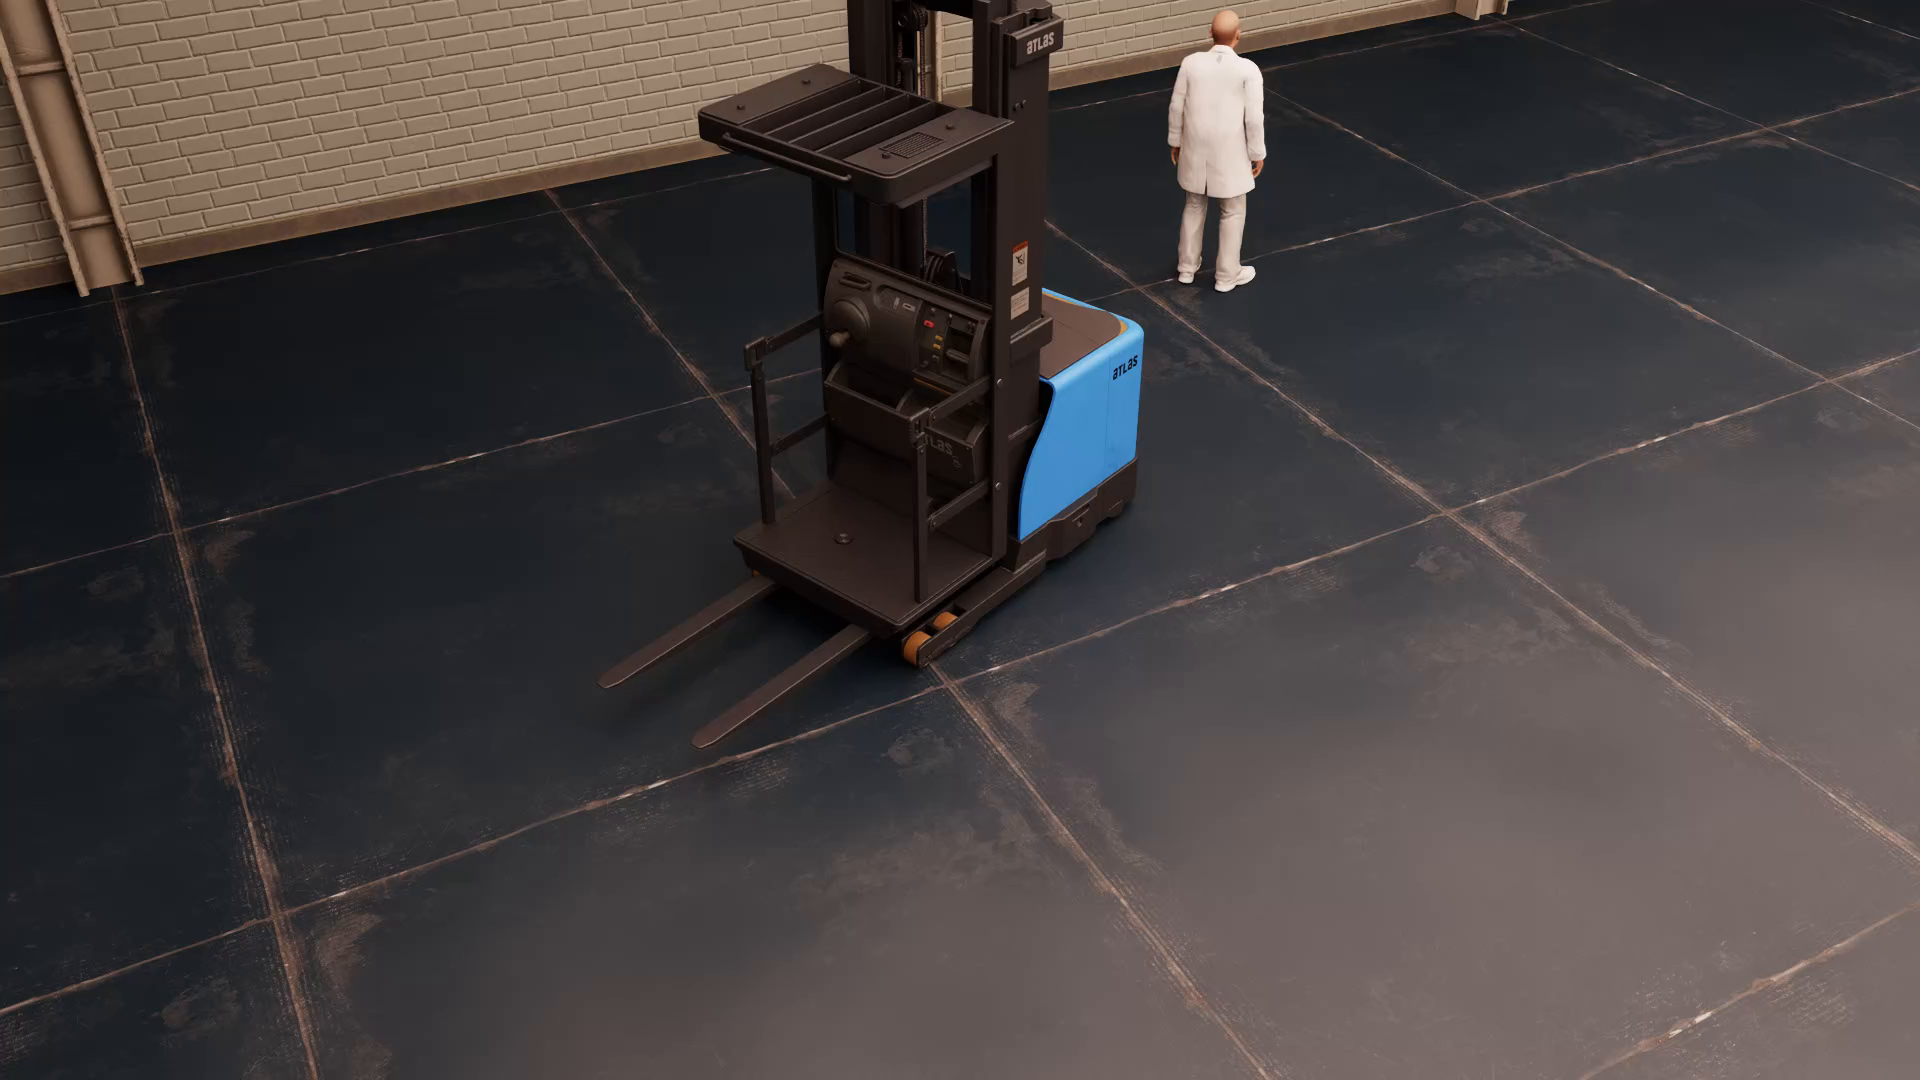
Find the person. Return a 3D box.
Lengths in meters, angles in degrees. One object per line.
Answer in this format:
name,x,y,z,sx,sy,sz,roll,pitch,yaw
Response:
person,1.634,-2.483,10.638,0.656,1.775,0.425,17,39,22

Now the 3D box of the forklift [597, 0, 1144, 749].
forklift,-0.390,-0.927,7.434,1.130,2.935,3.031,26,43,31
